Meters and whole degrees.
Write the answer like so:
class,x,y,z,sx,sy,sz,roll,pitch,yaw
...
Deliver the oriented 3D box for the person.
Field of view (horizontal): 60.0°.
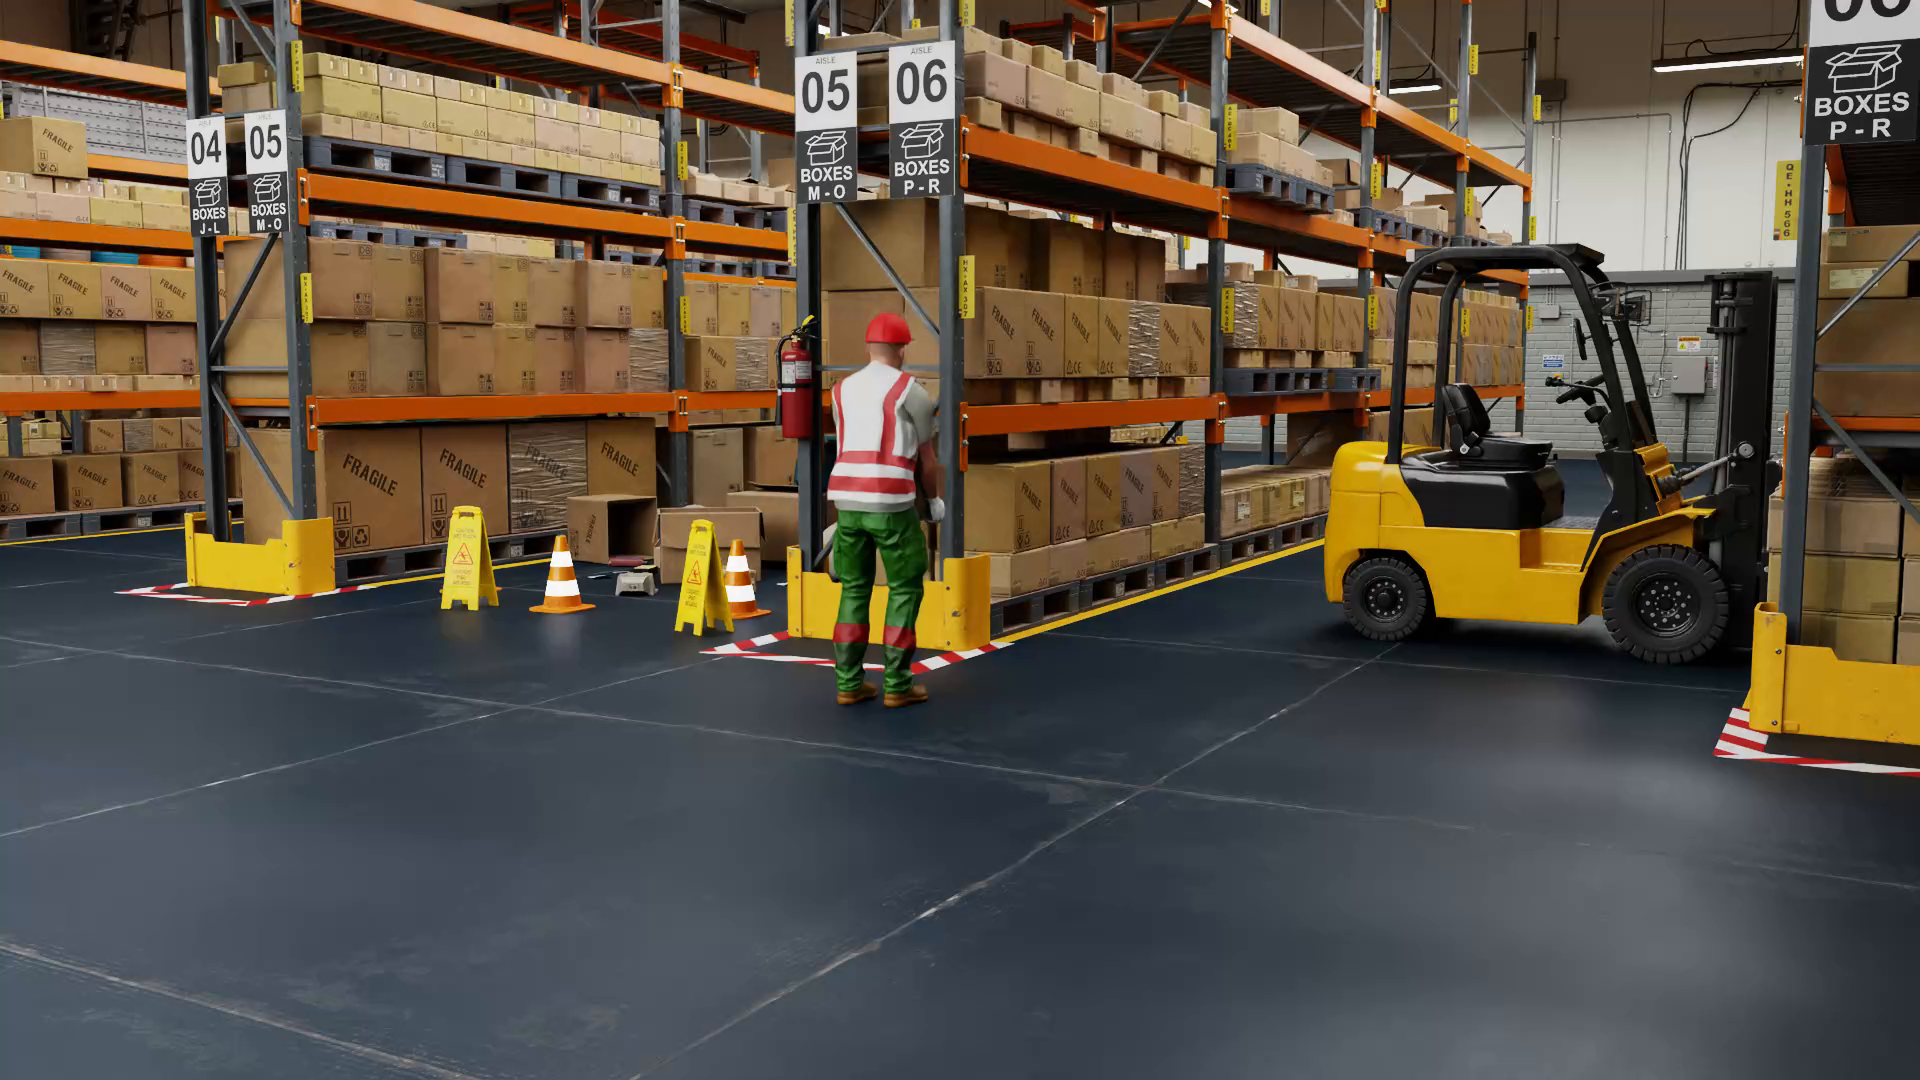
class,x,y,z,sx,sy,sz,roll,pitch,yaw
person,-0.340,-0.147,7.522,0.491,1.760,0.584,3,7,27
